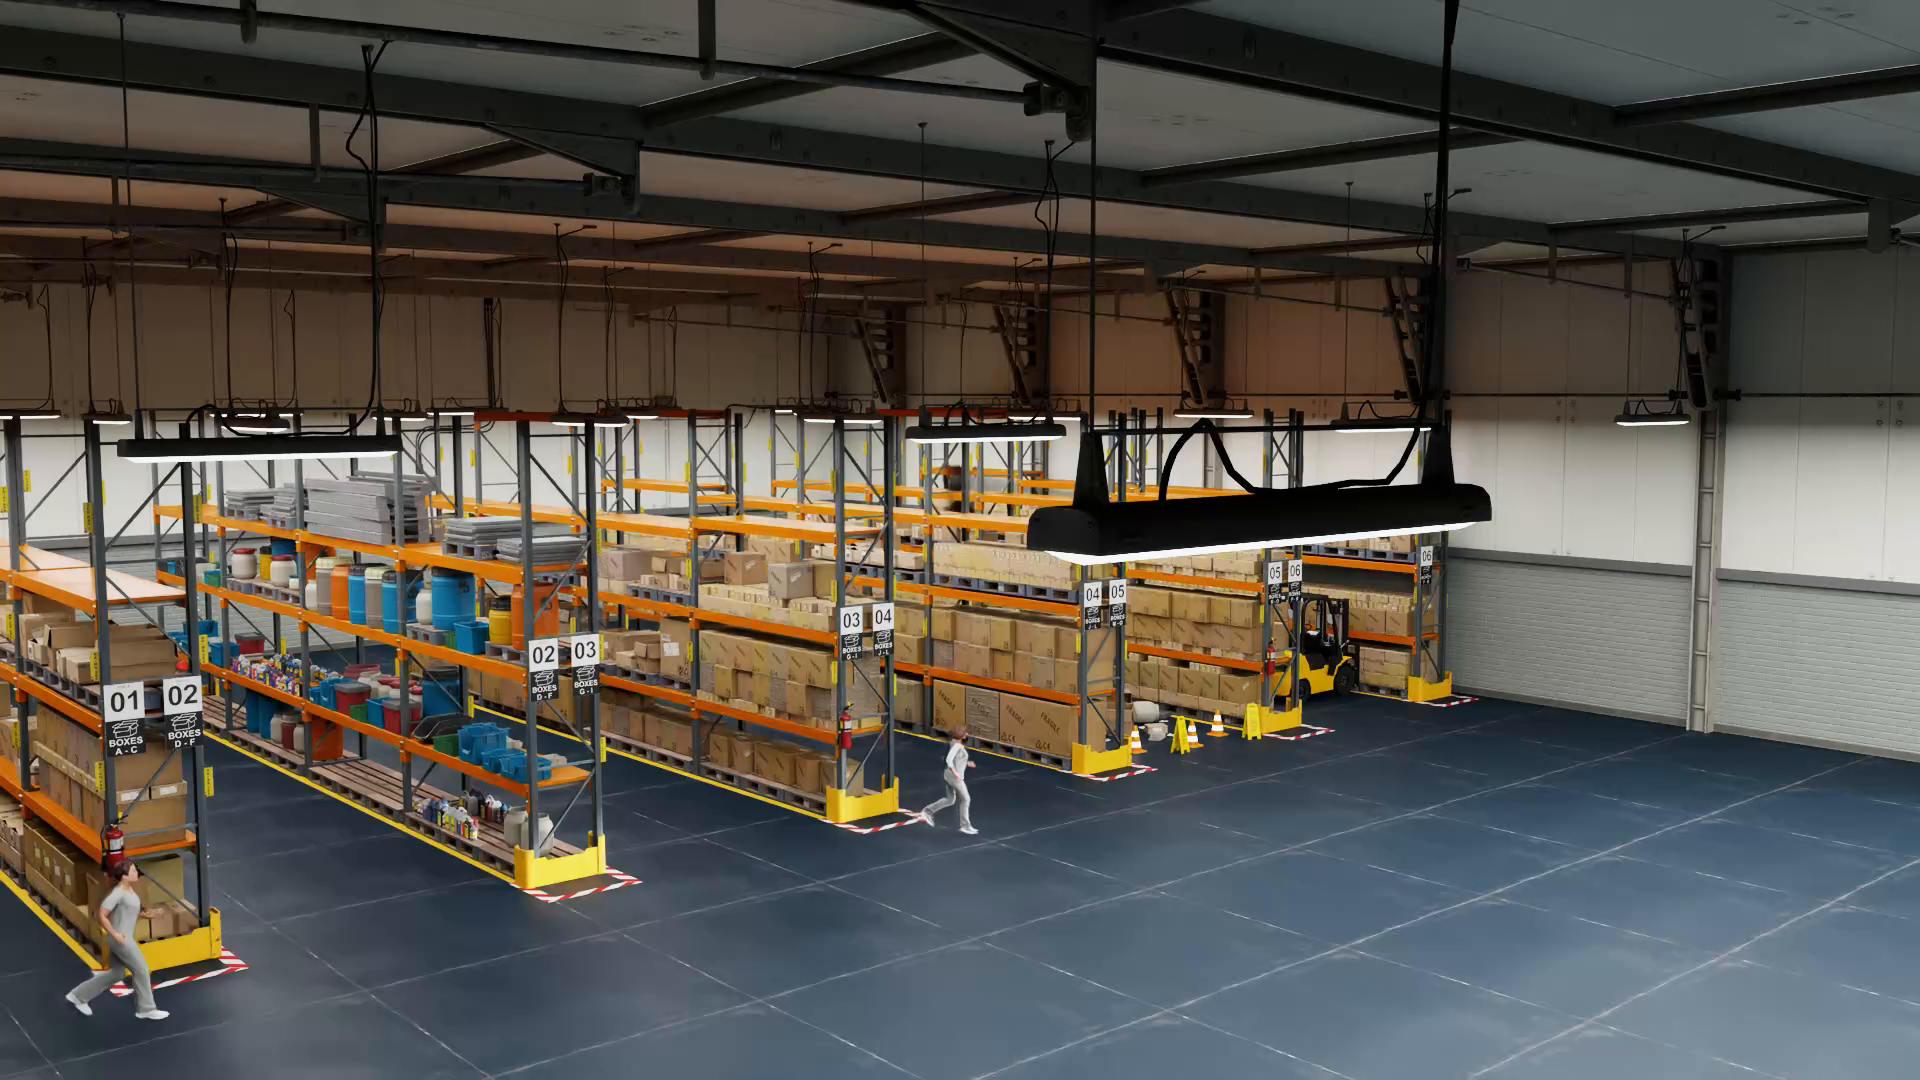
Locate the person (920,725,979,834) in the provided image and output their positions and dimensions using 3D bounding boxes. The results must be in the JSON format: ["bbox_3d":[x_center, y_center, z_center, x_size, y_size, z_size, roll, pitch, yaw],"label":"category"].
[{"bbox_3d":[-0.146,3.449,23.912,0.844,1.594,0.519,-1,5,-9],"label":"person"}]

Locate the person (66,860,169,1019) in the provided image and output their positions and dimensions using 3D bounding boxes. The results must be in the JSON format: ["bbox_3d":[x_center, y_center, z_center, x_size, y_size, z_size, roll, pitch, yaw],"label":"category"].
[{"bbox_3d":[-8.494,4.042,16.703,0.934,1.665,0.546,-2,5,-21],"label":"person"}]

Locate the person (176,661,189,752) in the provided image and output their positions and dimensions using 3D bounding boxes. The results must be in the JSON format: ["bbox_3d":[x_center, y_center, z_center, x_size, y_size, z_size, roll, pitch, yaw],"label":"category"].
[{"bbox_3d":[-13.892,2.935,29.444,0.716,1.667,0.975,-5,7,-44],"label":"person"}]
